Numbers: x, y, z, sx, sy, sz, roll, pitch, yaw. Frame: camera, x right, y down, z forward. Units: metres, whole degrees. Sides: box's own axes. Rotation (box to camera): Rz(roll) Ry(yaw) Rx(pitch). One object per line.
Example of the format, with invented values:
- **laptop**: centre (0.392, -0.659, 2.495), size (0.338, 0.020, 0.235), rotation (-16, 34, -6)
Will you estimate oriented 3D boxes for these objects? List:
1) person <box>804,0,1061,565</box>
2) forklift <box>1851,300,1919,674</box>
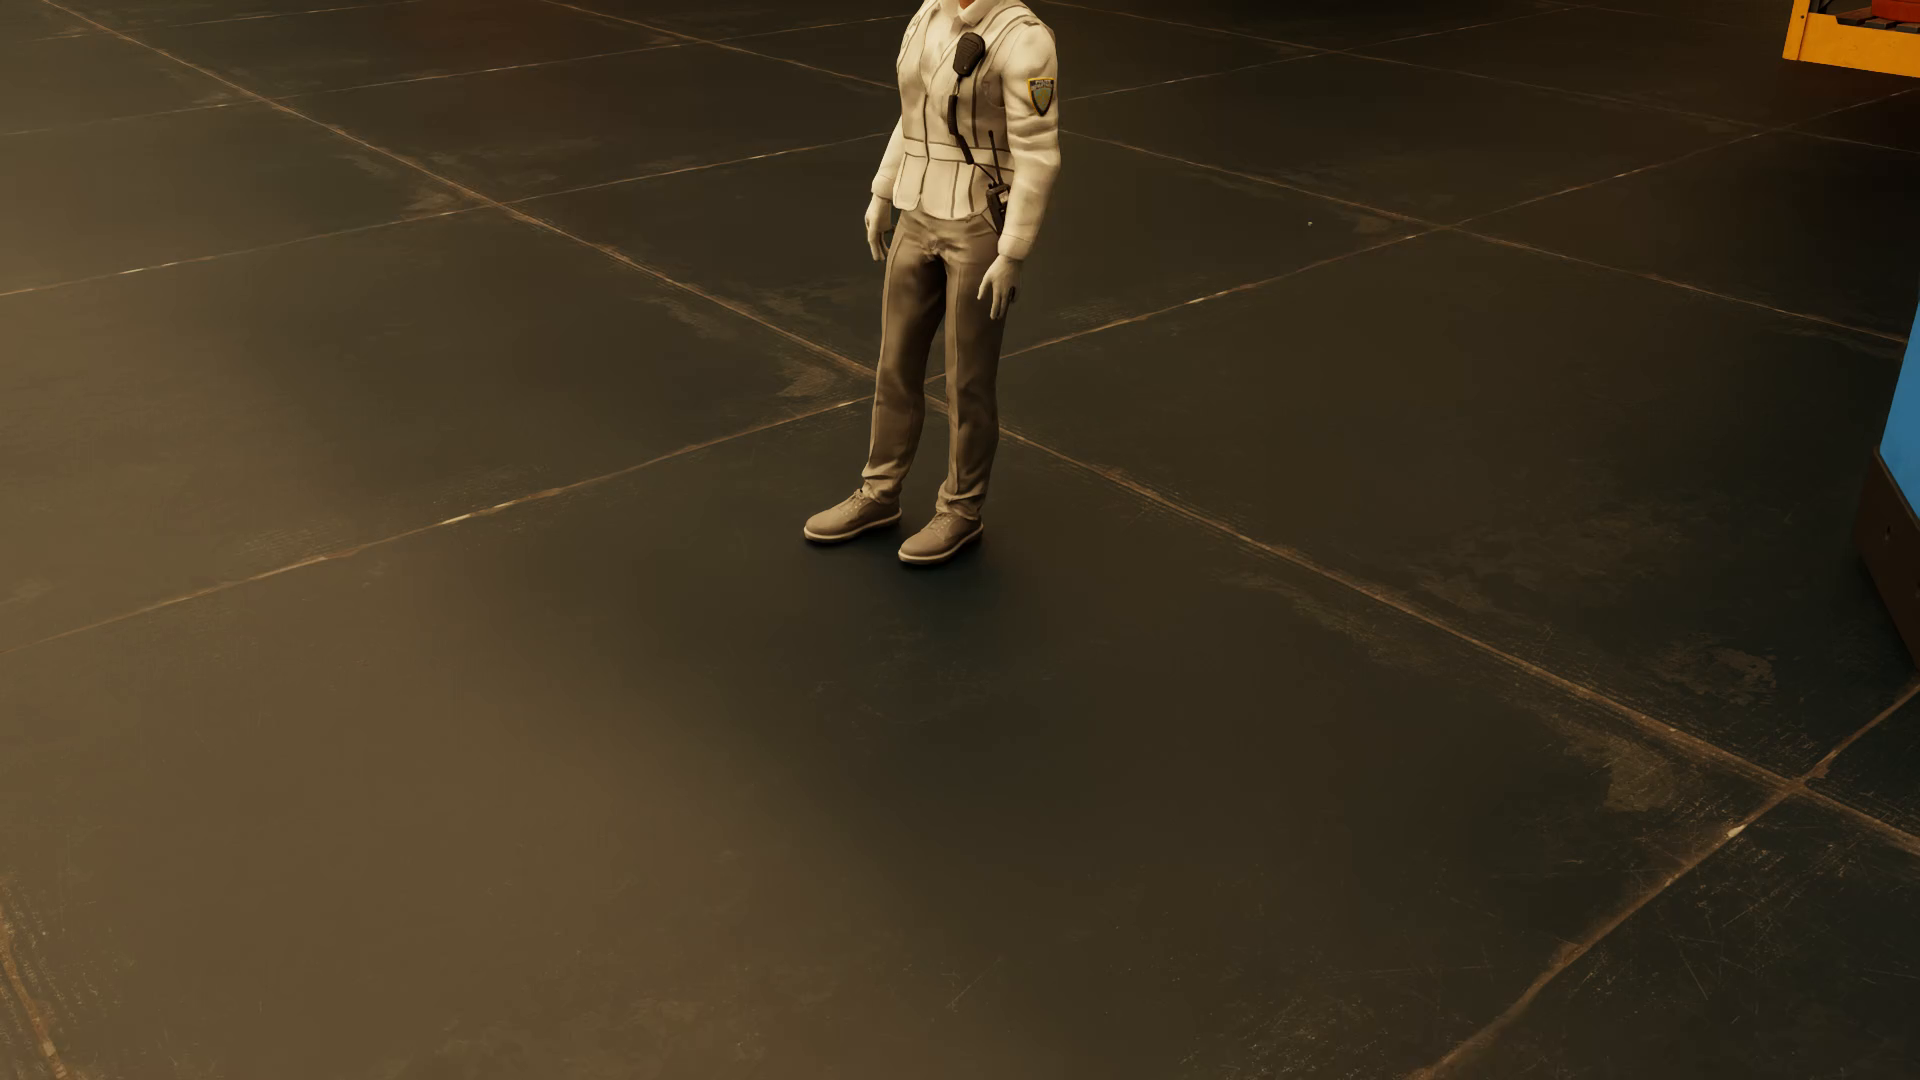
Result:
- **person**: centre (-0.058, -0.748, 4.087), size (0.530, 1.694, 0.586), rotation (-20, 33, -35)
- **forklift**: centre (3.695, -0.905, 3.028), size (3.031, 2.935, 1.130), rotation (7, 27, 13)
